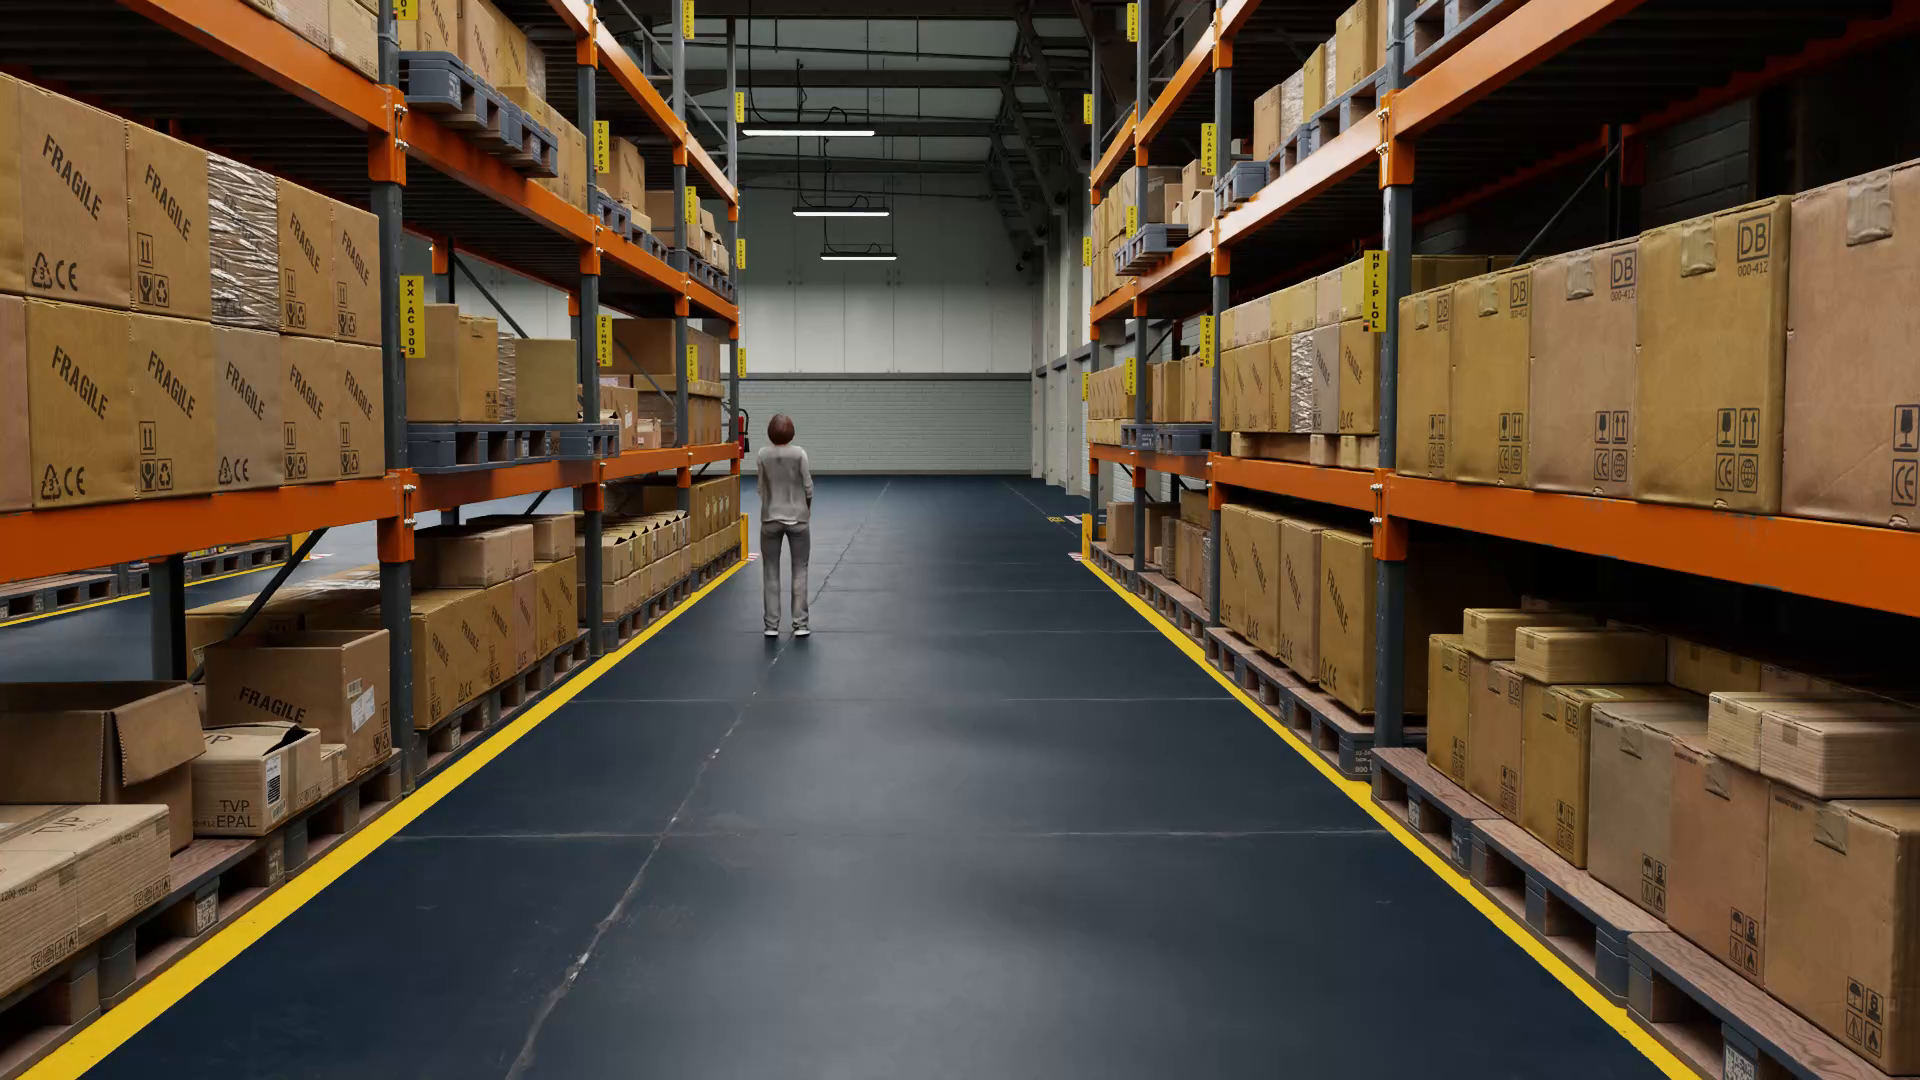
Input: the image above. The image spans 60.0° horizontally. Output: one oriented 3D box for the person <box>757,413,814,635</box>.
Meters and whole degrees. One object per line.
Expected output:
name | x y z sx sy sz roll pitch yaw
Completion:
person | -1.248 -0.114 11.921 0.404 1.591 0.492 0 4 0
